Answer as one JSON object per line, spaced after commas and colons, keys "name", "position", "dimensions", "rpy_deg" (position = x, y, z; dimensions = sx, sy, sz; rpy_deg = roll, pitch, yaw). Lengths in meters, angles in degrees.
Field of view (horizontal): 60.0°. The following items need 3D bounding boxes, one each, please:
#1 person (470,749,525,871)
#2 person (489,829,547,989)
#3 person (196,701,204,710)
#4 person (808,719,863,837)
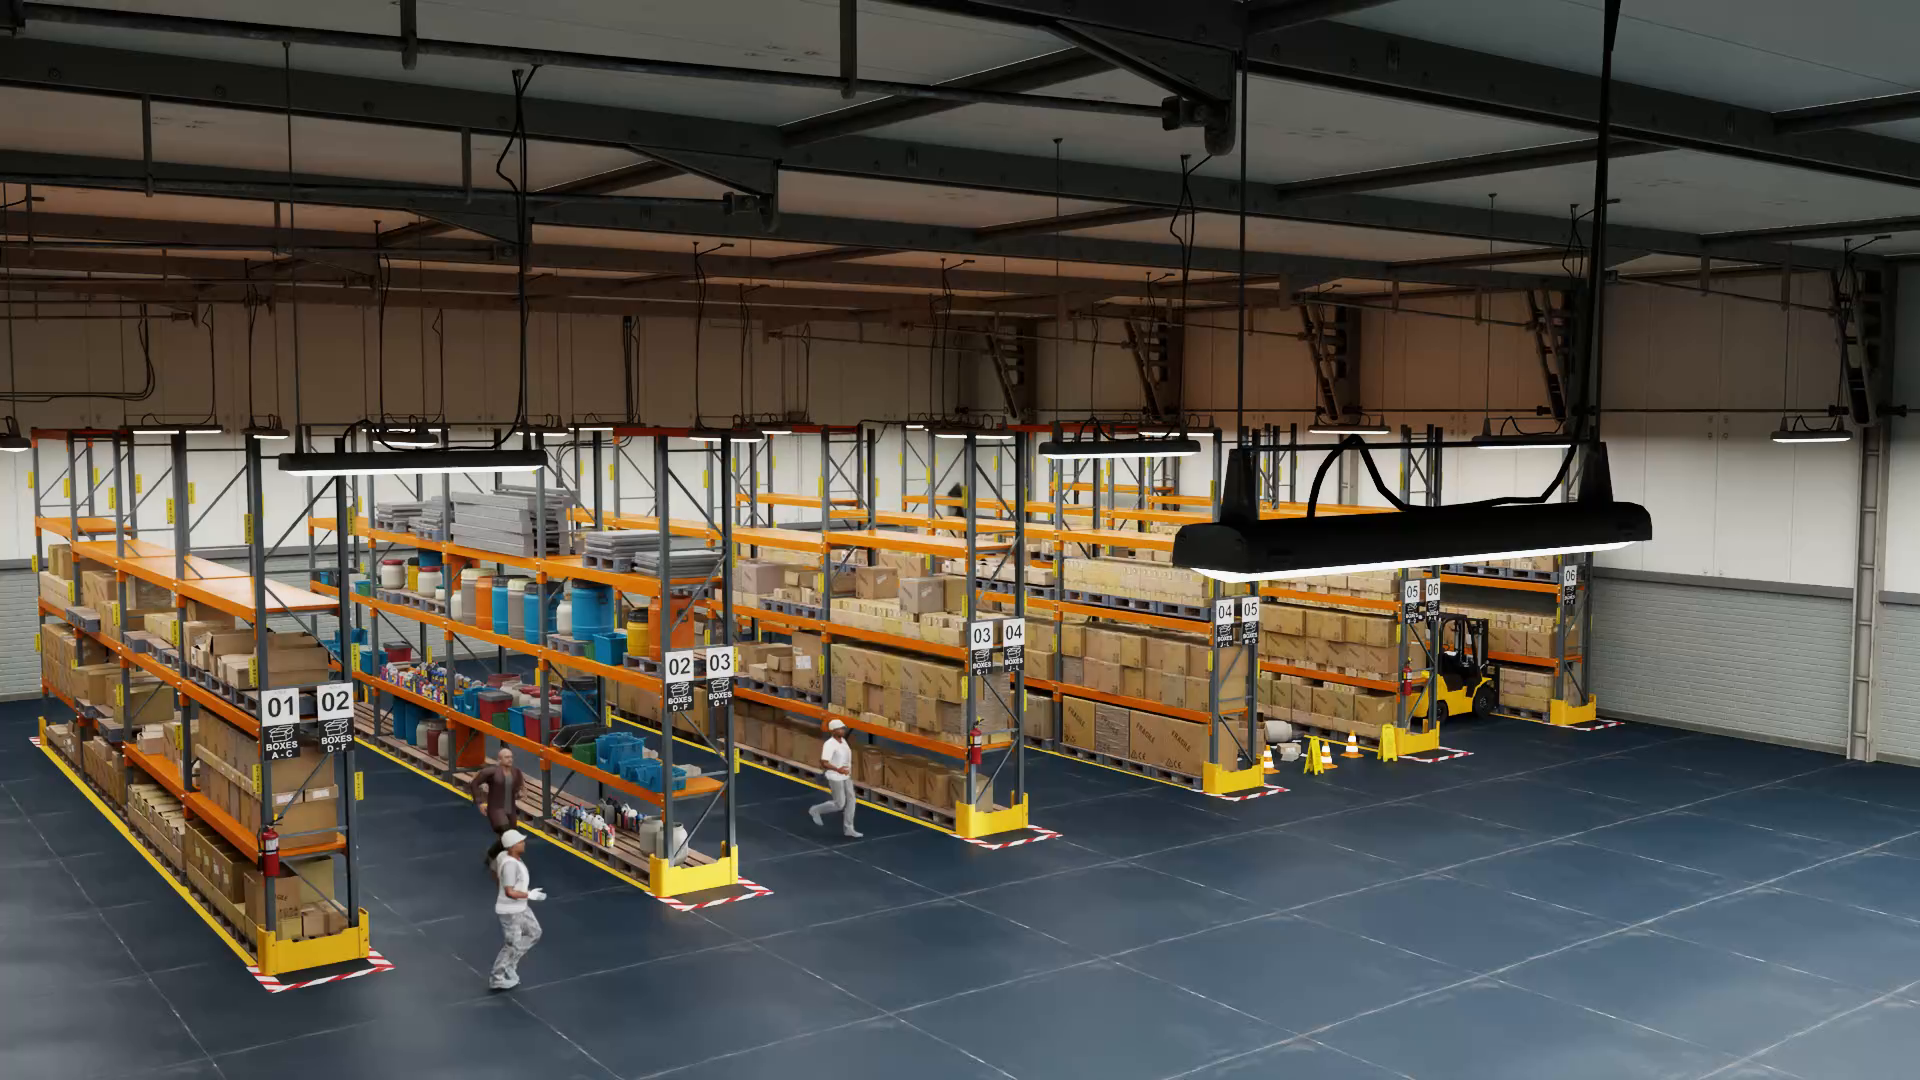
{"name": "person", "position": [-6.178, 3.685, 22.489], "dimensions": [0.732, 1.733, 0.694], "rpy_deg": [3, 6, 37]}
{"name": "person", "position": [-4.820, 4.024, 18.131], "dimensions": [0.643, 1.763, 0.681], "rpy_deg": [-1, 5, -9]}
{"name": "person", "position": [-14.710, 2.942, 32.004], "dimensions": [0.812, 1.845, 0.627], "rpy_deg": [4, 6, 44]}
{"name": "person", "position": [-1.821, 3.522, 24.679], "dimensions": [0.863, 1.746, 0.698], "rpy_deg": [2, 5, 23]}
